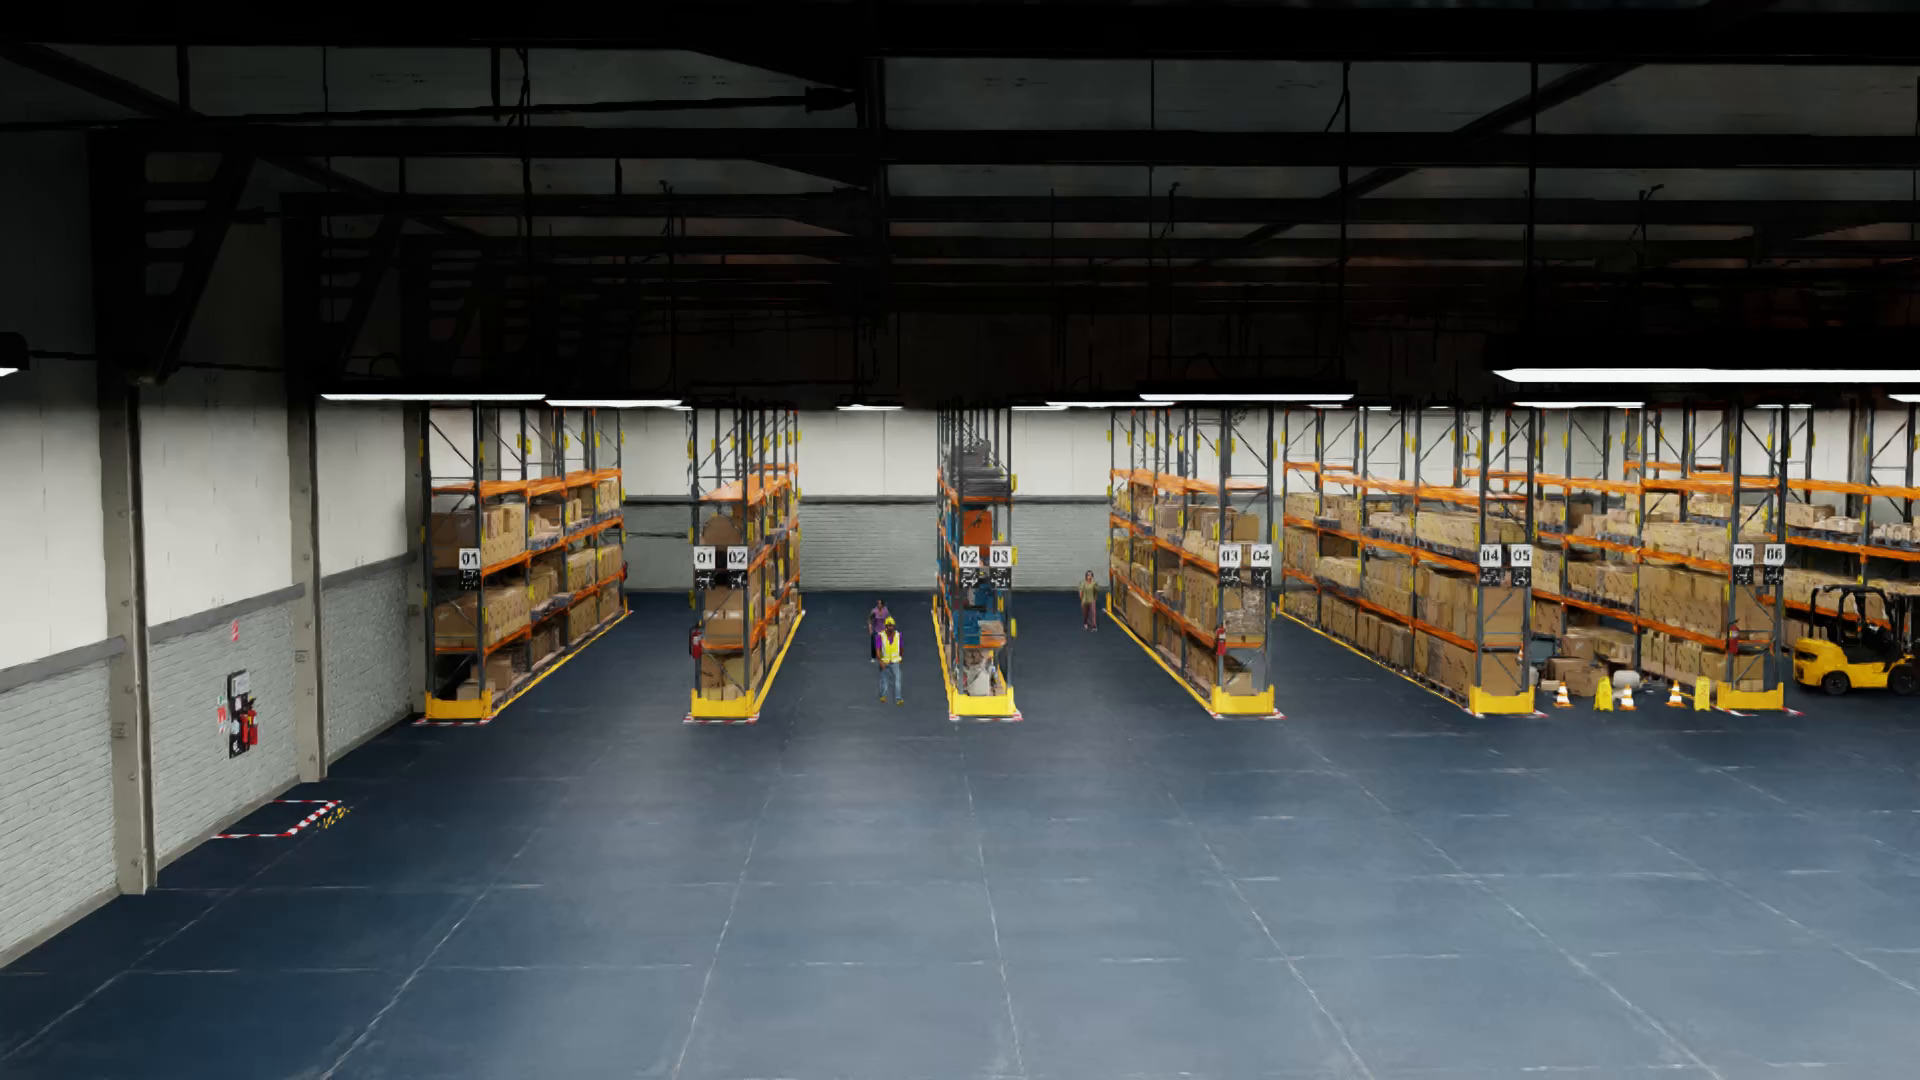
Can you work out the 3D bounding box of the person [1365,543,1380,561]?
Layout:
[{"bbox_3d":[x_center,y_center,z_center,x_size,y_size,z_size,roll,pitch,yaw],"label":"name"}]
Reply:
[{"bbox_3d":[12.958,0.844,52.181,0.576,1.709,0.542,3,5,34],"label":"person"}]

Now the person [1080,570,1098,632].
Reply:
[{"bbox_3d":[3.347,1.571,43.289,0.448,1.588,1.110,0,4,0],"label":"person"}]

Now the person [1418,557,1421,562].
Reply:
[{"bbox_3d":[12.597,1.273,45.974,0.583,1.755,0.694,1,4,10],"label":"person"}]

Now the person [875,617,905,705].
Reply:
[{"bbox_3d":[-1.380,2.353,32.487,0.571,1.708,1.035,-1,4,-11],"label":"person"}]

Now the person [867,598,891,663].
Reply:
[{"bbox_3d":[-1.814,2.060,37.558,0.566,1.541,0.519,0,4,-5],"label":"person"}]
